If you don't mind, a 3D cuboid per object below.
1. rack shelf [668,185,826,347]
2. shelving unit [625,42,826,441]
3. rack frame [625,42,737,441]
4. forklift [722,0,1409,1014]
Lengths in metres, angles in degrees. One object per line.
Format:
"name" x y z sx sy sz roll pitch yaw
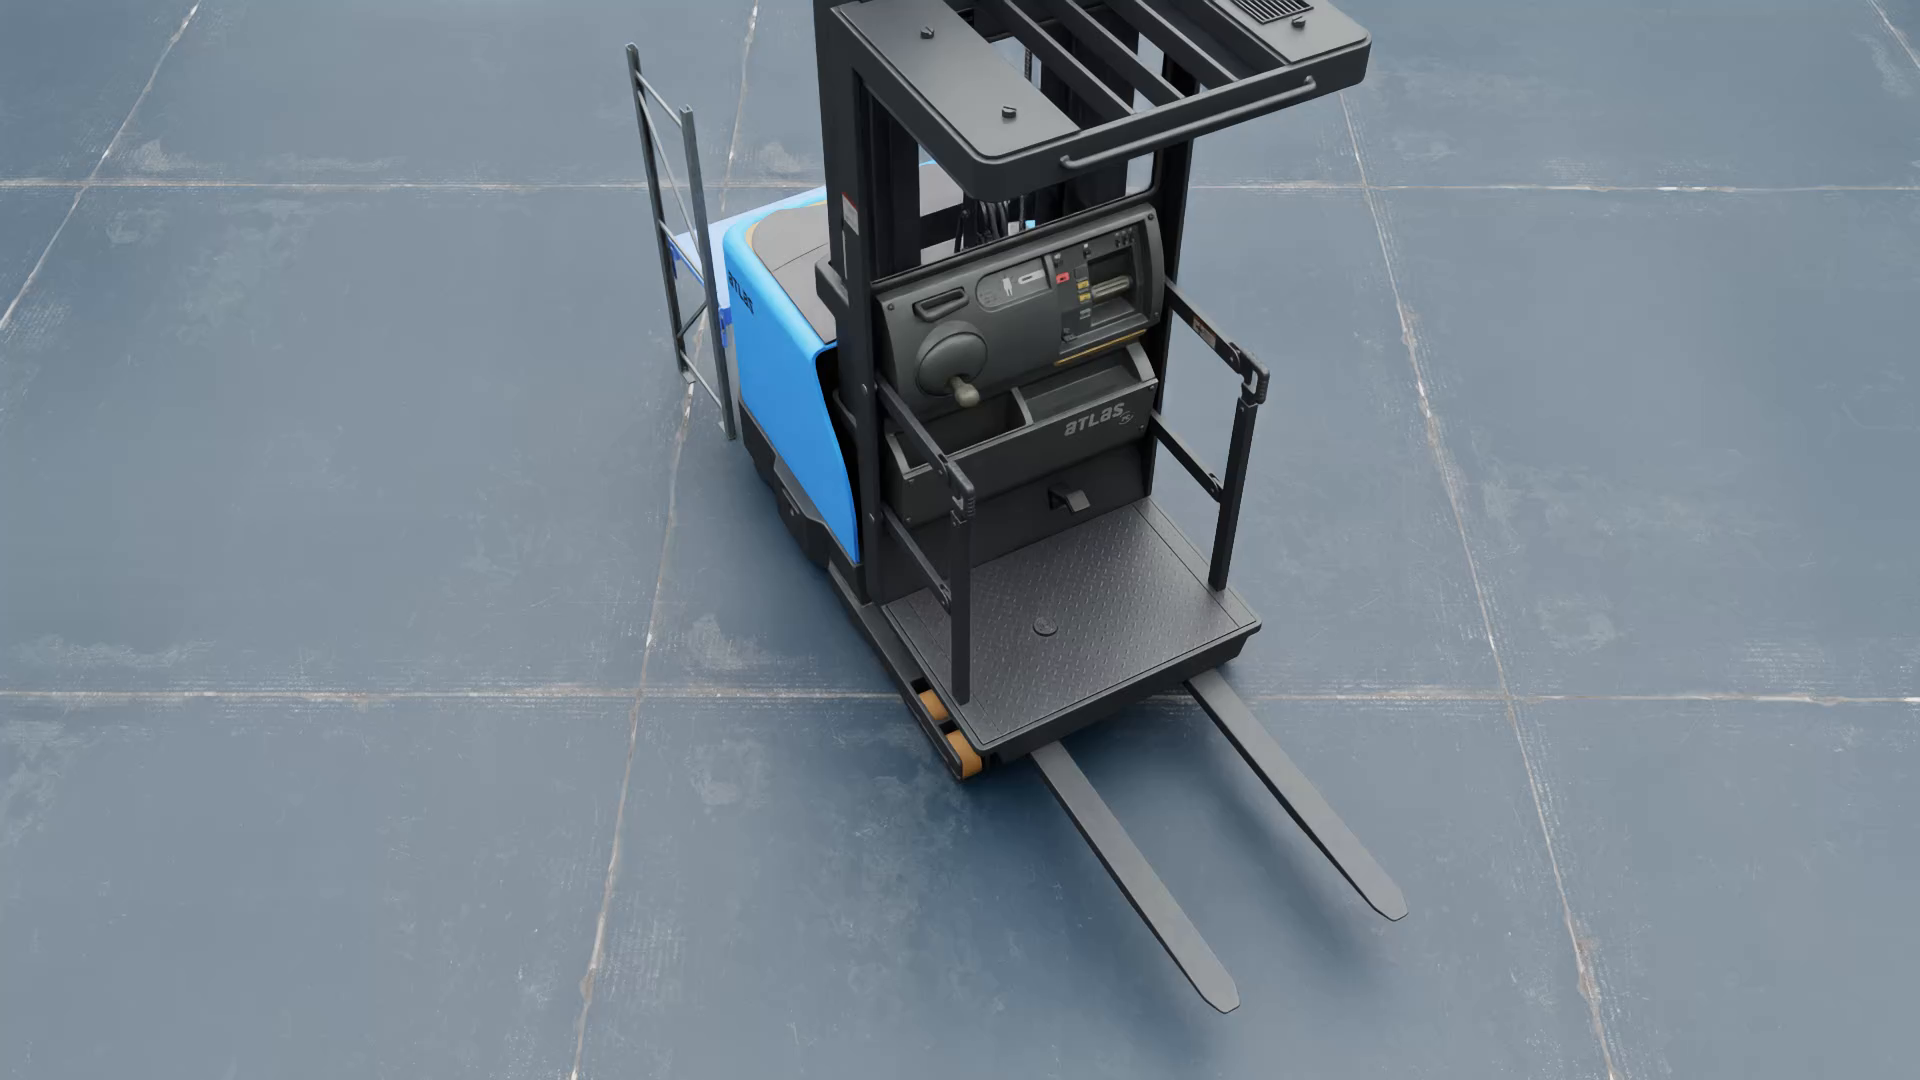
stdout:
"rack shelf" -0.594 -1.137 6.530 1.000 0.185 0.538 -24 51 -20
"shelving unit" -0.594 -1.260 6.398 1.048 1.500 0.538 -24 51 -20
"rack frame" -1.030 -1.069 6.220 0.032 1.500 0.500 -24 51 -20
"forklift" 0.305 -0.595 4.801 1.130 2.935 3.031 -22 51 -19
